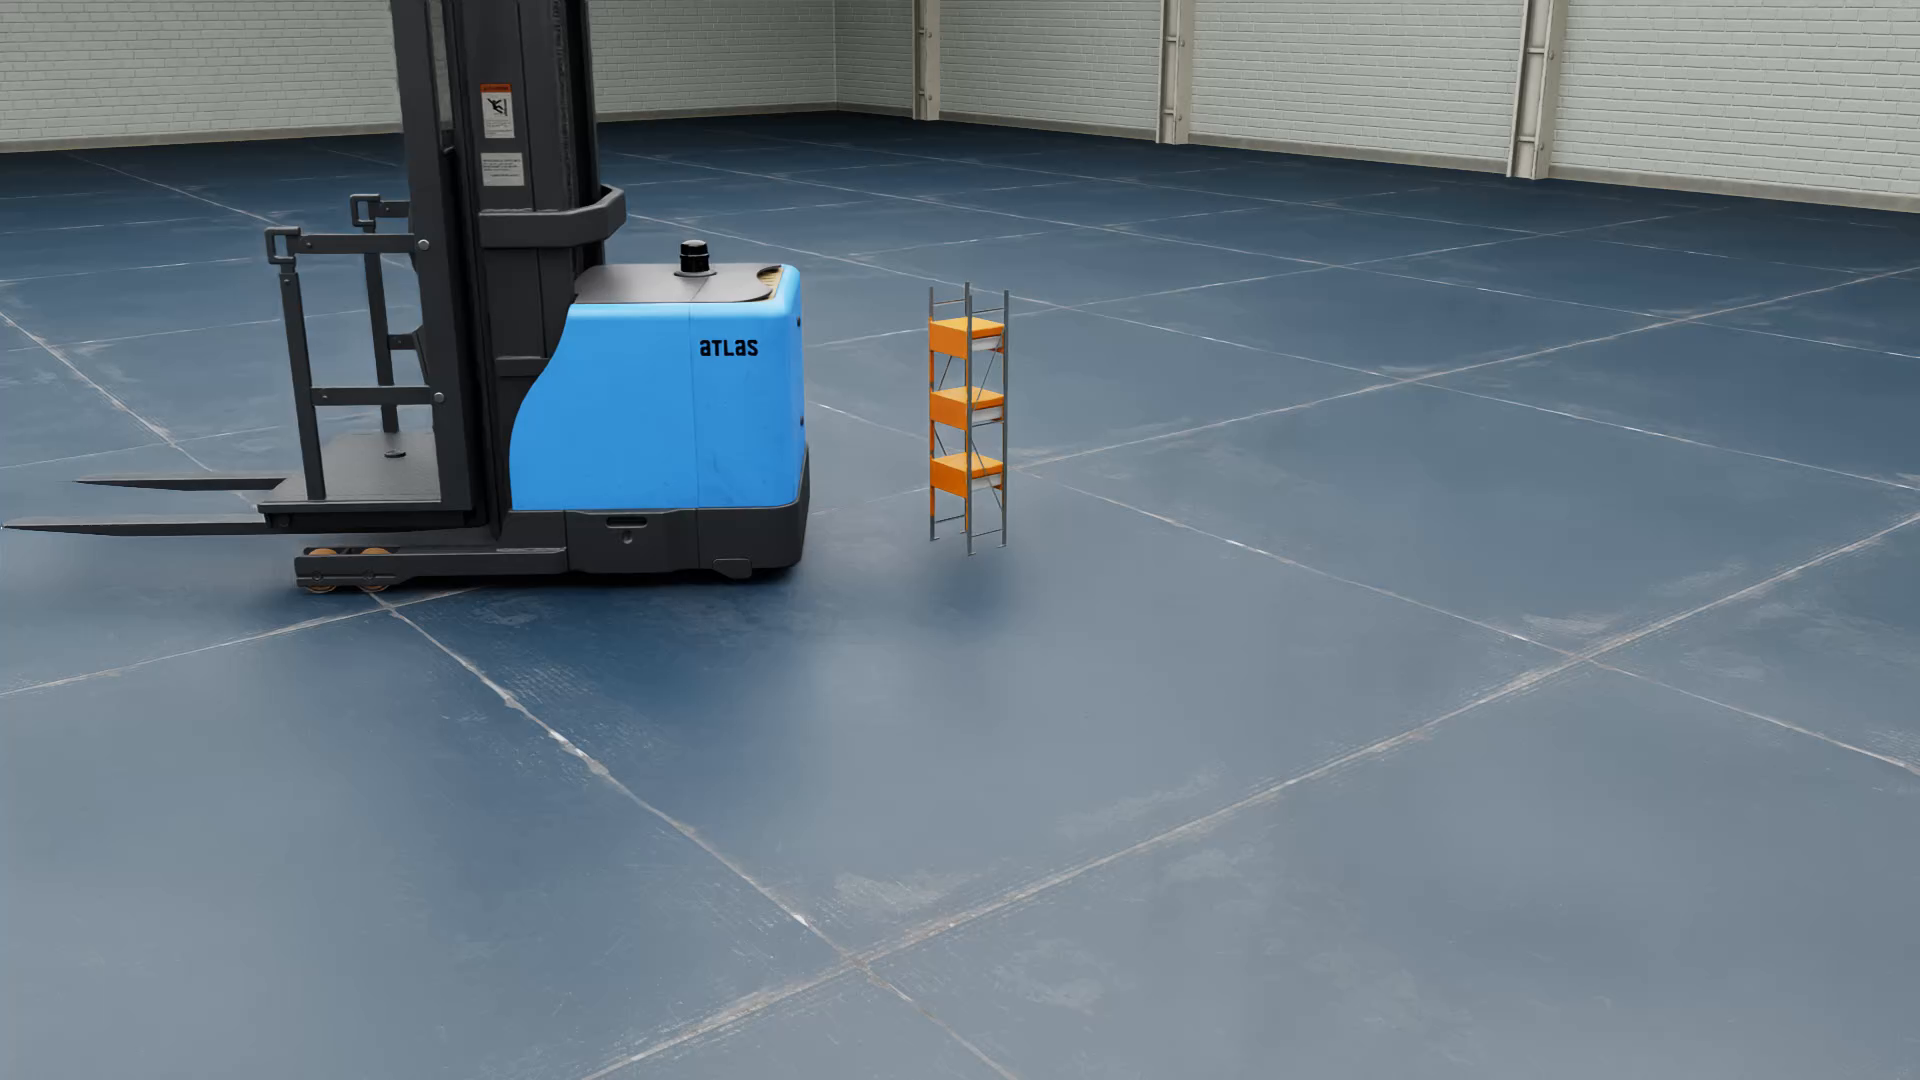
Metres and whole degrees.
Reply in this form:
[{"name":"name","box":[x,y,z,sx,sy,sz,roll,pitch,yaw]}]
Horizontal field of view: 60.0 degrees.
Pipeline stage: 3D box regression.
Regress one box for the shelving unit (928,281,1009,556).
[{"name":"shelving unit","box":[0.033,-0.485,6.658,0.215,1.050,0.252,-14,23,-36]}]

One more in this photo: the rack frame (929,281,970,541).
[{"name":"rack frame","box":[-0.043,-0.515,6.748,0.200,1.050,0.008,-14,23,-36]}]

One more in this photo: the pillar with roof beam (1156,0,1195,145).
[{"name":"pillar with roof beam","box":[-0.234,-9.298,20.627,9.100,9.000,0.400,-14,23,-36]}]

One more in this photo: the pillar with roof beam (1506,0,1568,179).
[{"name":"pillar with roof beam","box":[3.491,-7.820,16.162,9.100,9.000,0.400,-14,23,-36]}]

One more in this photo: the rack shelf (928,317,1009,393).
[{"name":"rack shelf","box":[0.033,-0.745,6.572,0.215,0.259,0.240,-14,23,-36]}]

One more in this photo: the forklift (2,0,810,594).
[{"name":"forklift","box":[-2.145,-1.361,6.309,3.031,2.935,1.130,-1,18,-2]}]

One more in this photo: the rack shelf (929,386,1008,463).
[{"name":"rack shelf","box":[0.033,-0.475,6.661,0.215,0.259,0.240,-14,23,-36]}]

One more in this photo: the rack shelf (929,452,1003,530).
[{"name":"rack shelf","box":[0.033,-0.211,6.748,0.215,0.259,0.240,-14,23,-36]}]

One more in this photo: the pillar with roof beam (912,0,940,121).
[{"name":"pillar with roof beam","box":[-3.960,-10.777,25.092,9.100,9.000,0.400,-14,23,-36]}]

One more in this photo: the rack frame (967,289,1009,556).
[{"name":"rack frame","box":[0.109,-0.455,6.567,0.200,1.050,0.008,-14,23,-36]}]
